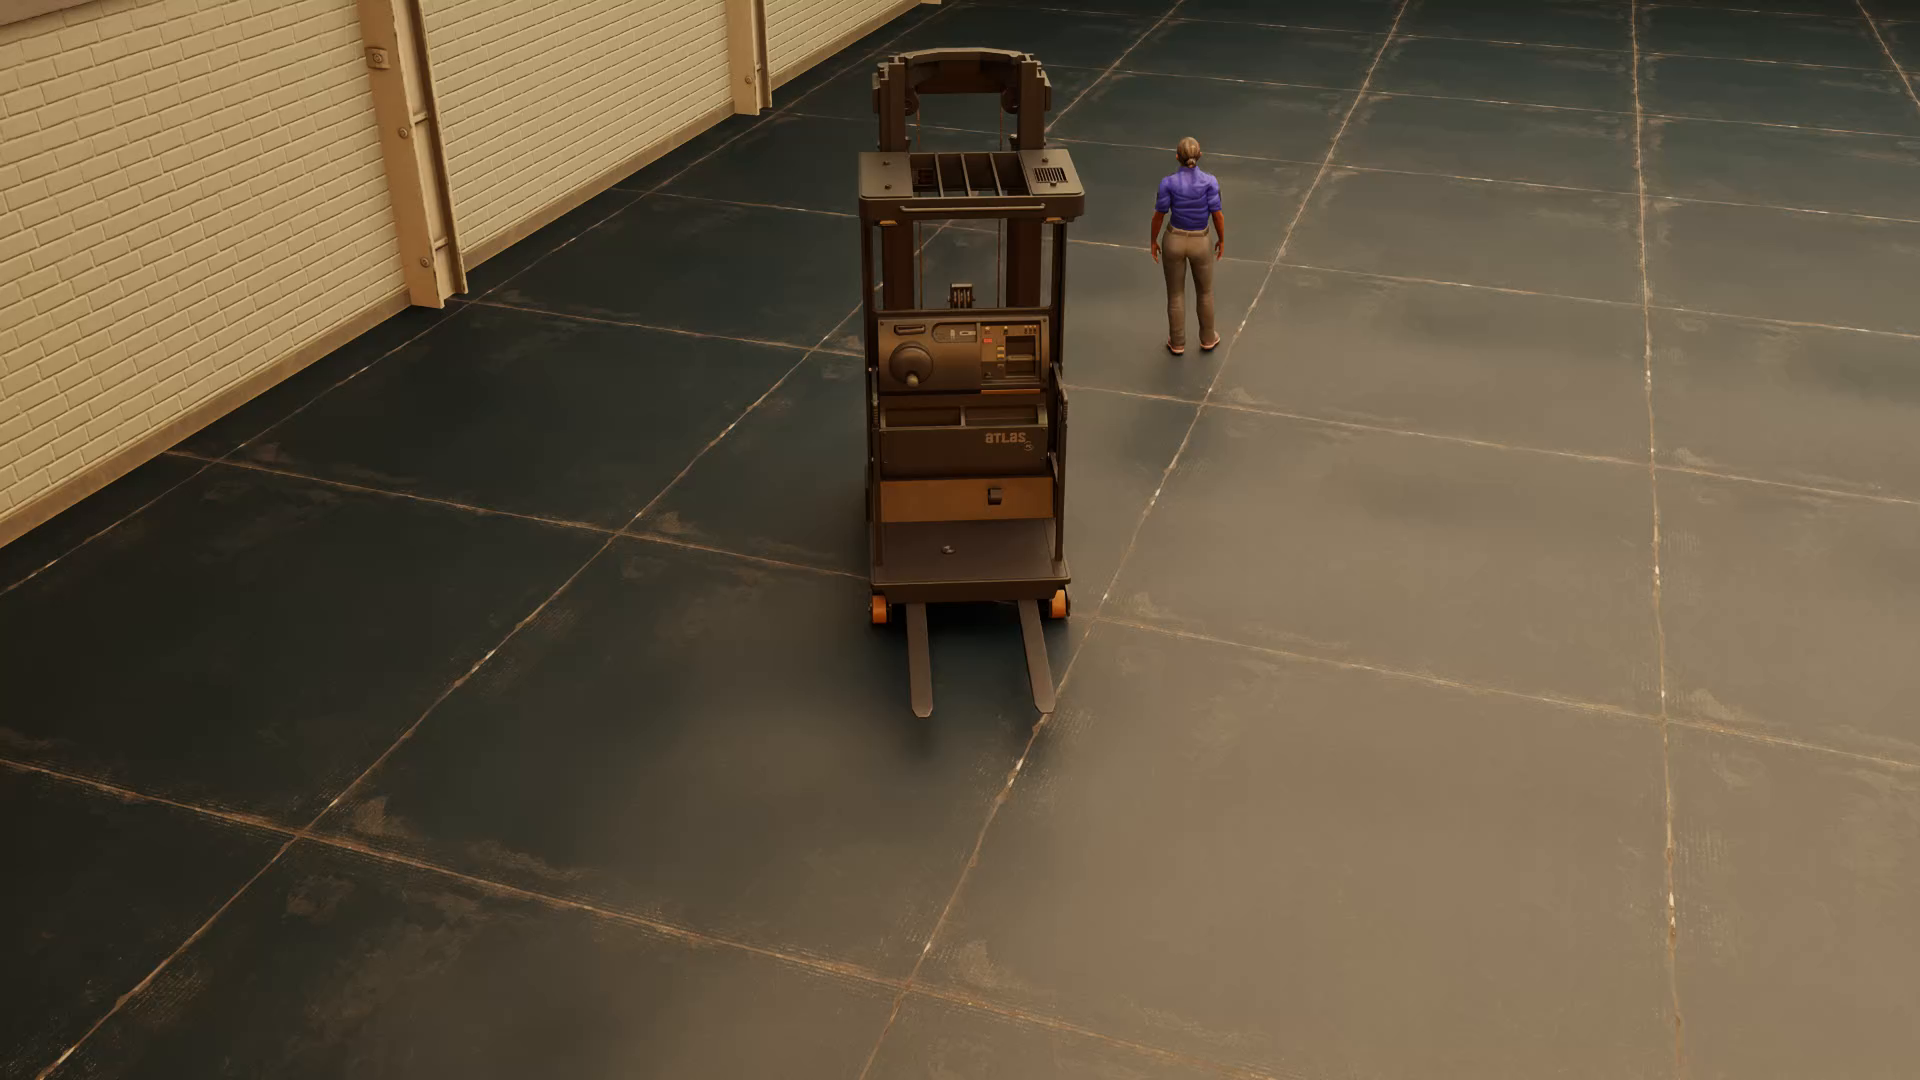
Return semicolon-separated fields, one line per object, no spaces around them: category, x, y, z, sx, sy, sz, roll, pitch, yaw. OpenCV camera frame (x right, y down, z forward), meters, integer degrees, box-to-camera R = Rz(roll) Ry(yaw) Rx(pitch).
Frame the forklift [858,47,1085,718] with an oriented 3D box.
forklift;0.035;-0.972;8.842;1.130;2.935;3.031;-2;30;-3

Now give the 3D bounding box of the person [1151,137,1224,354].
person;1.687;-2.182;12.238;0.569;1.656;0.503;4;30;7
